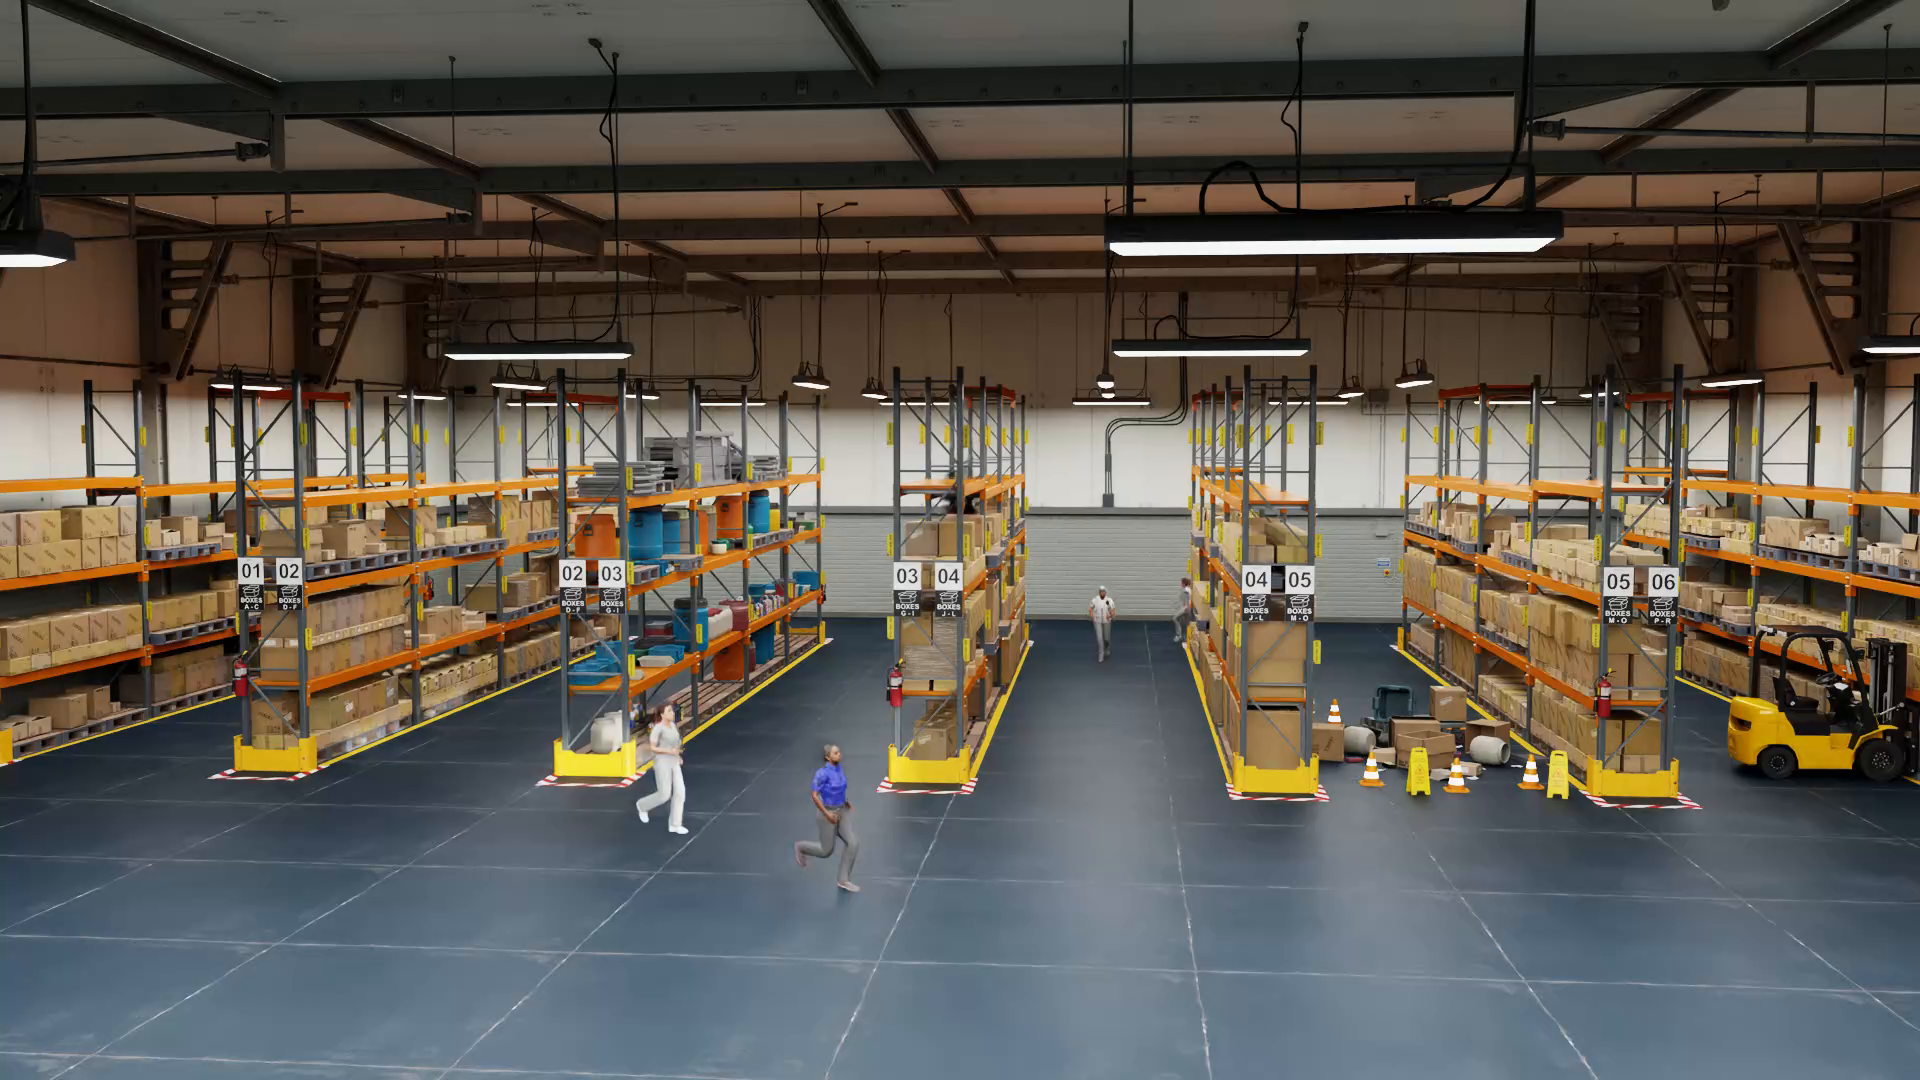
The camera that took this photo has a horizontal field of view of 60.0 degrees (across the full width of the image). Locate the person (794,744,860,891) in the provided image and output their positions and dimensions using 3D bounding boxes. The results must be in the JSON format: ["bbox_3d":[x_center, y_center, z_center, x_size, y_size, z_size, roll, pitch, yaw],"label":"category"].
[{"bbox_3d":[-1.453,3.073,18.506,0.803,1.611,0.572,2,4,34],"label":"person"}]

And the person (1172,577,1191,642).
[{"bbox_3d":[5.497,1.703,40.524,0.630,1.600,0.606,0,4,5],"label":"person"}]

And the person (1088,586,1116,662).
[{"bbox_3d":[3.190,1.865,37.346,0.613,1.660,0.688,0,4,5],"label":"person"}]

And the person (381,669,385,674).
[{"bbox_3d":[-11.243,2.163,32.136,0.639,1.798,0.795,0,4,7],"label":"person"}]

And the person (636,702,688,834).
[{"bbox_3d":[-3.749,2.864,21.053,0.794,1.641,0.577,2,4,29],"label":"person"}]
